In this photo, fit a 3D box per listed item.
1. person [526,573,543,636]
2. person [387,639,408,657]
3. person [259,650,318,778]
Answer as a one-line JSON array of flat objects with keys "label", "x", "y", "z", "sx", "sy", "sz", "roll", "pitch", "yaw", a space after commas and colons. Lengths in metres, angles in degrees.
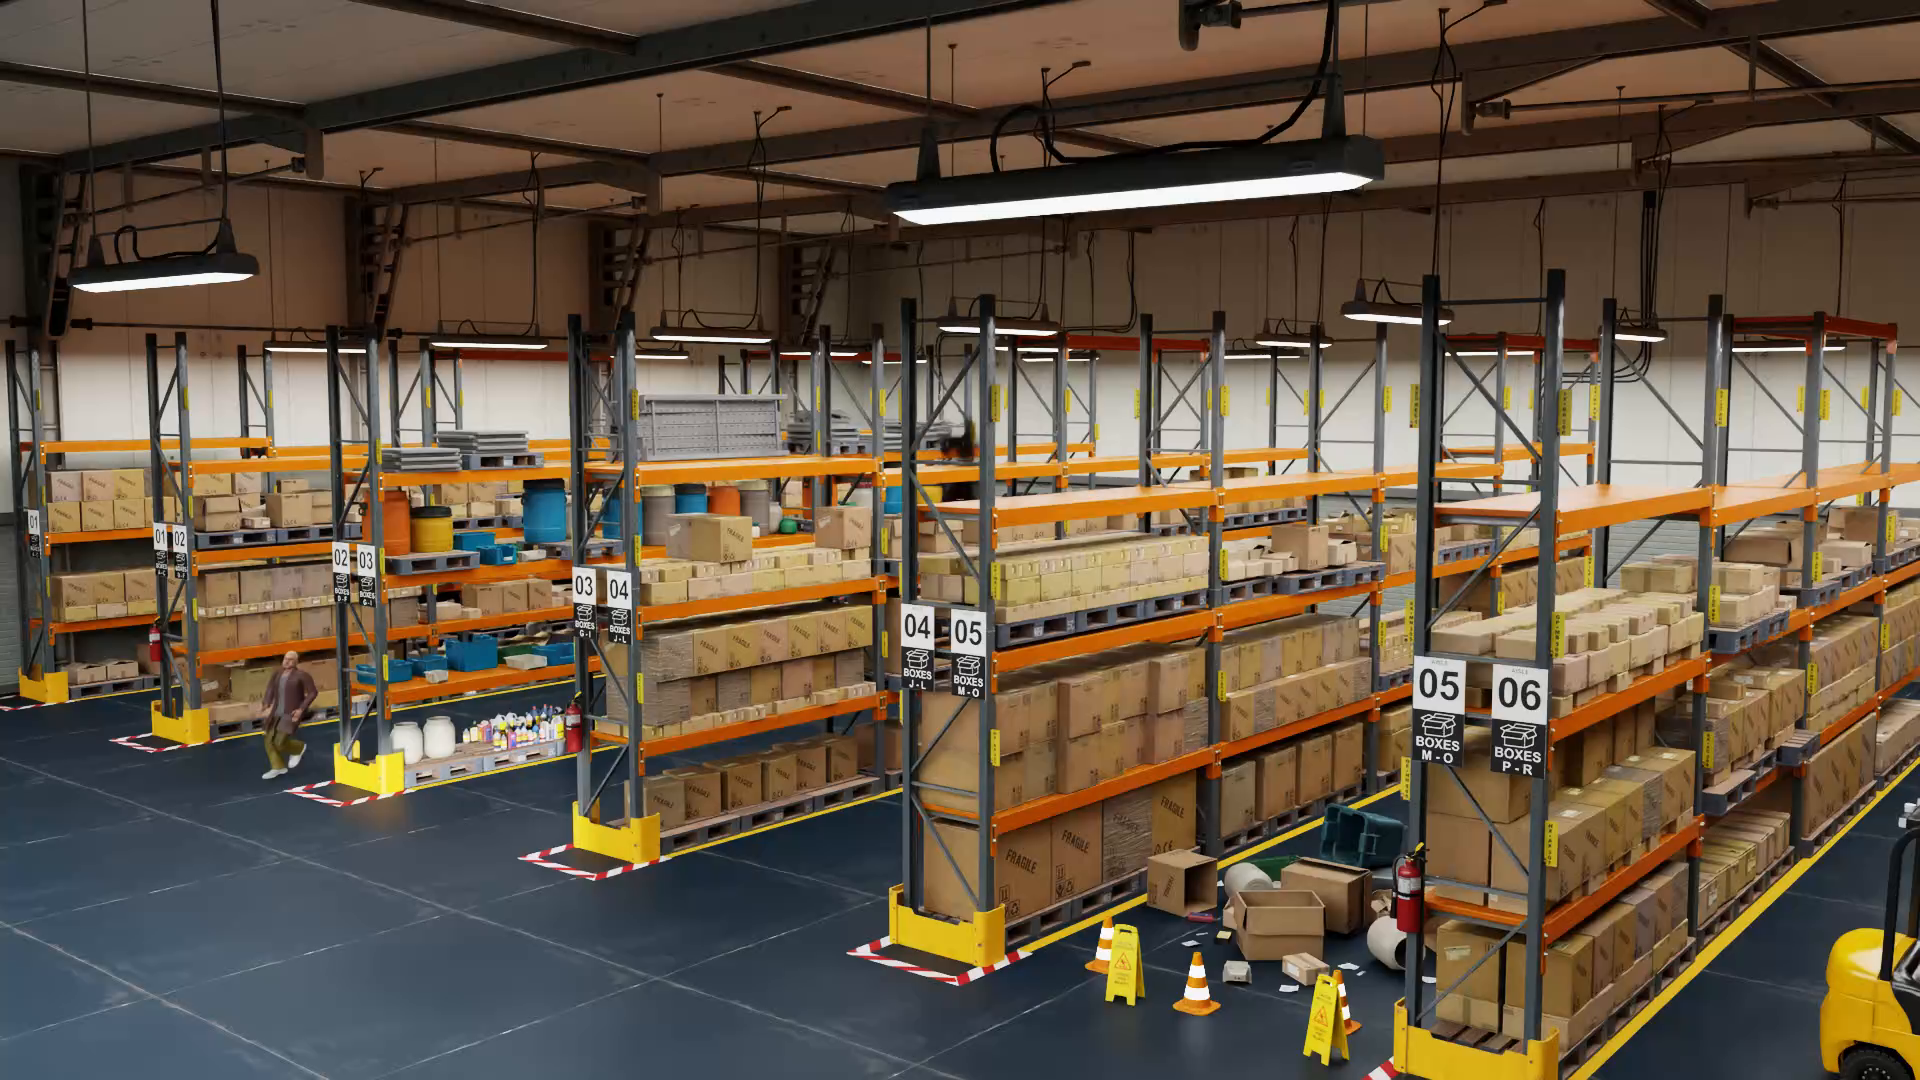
[{"label": "person", "x": -8.359, "y": 1.399, "z": 32.597, "sx": 0.511, "sy": 1.713, "sz": 0.825, "roll": 3, "pitch": 6, "yaw": 31}, {"label": "person", "x": -10.038, "y": 1.665, "z": 29.493, "sx": 0.618, "sy": 1.669, "sz": 0.835, "roll": 3, "pitch": 6, "yaw": 30}, {"label": "person", "x": -8.972, "y": 2.349, "z": 22.259, "sx": 0.751, "sy": 1.659, "sz": 0.604, "roll": 2, "pitch": 5, "yaw": 20}]
